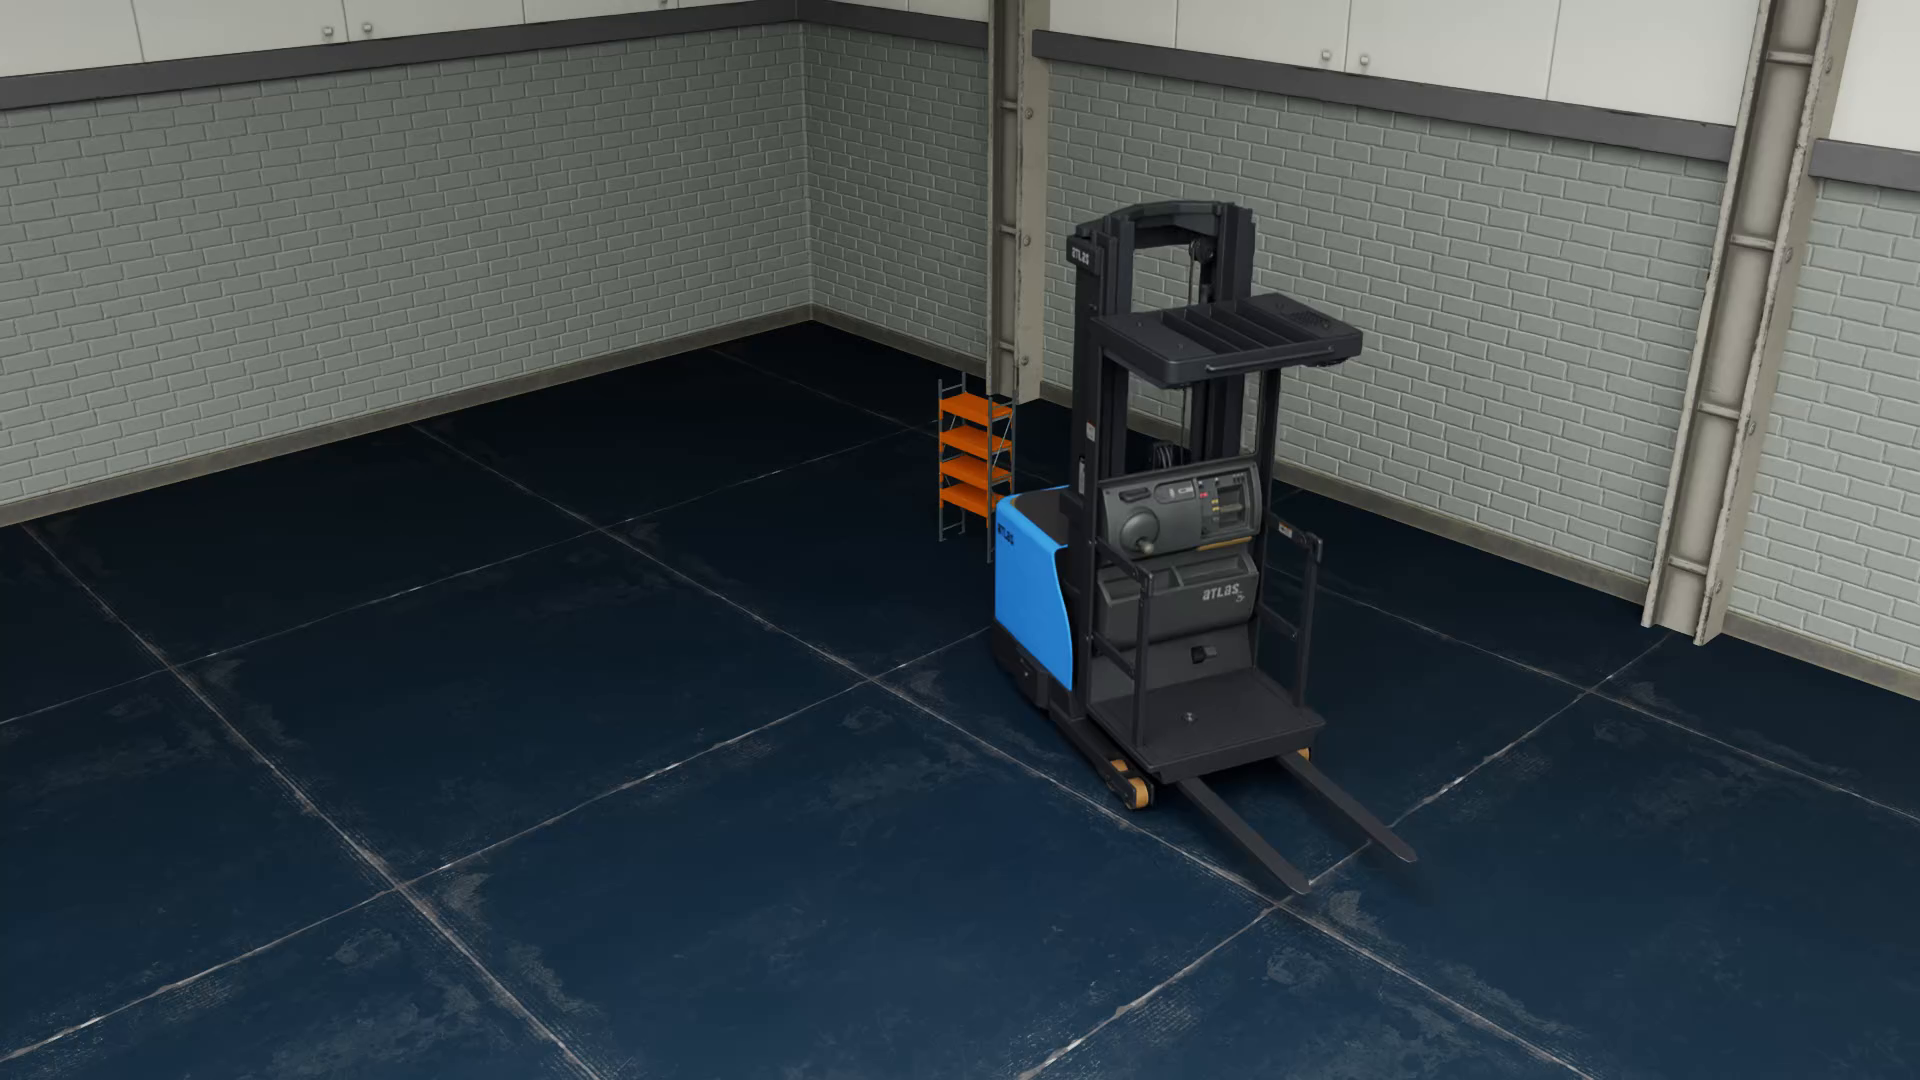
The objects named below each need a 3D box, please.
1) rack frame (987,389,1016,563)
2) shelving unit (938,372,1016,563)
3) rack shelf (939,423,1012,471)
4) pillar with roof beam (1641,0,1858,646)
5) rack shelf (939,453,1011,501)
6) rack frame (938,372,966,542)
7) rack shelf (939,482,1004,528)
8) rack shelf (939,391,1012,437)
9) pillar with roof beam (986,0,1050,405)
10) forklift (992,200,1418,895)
[{"bbox_3d":[0.280,-0.422,11.229,0.240,1.200,0.015,-21,32,-38],"label":"rack frame"},{"bbox_3d":[0.113,-0.496,11.391,0.258,1.200,0.503,-21,32,-38],"label":"shelving unit"},{"bbox_3d":[0.113,-0.638,11.326,0.258,0.148,0.480,-21,32,-38],"label":"rack shelf"},{"bbox_3d":[1.428,-2.318,5.989,9.100,9.000,0.400,-21,32,-38],"label":"pillar with roof beam"},{"bbox_3d":[0.113,-0.435,11.419,0.258,0.148,0.480,-21,32,-38],"label":"rack shelf"},{"bbox_3d":[-0.054,-0.570,11.553,0.240,1.200,0.015,-21,32,-38],"label":"rack frame"},{"bbox_3d":[0.113,-0.254,11.501,0.258,0.148,0.480,-21,32,-38],"label":"rack shelf"},{"bbox_3d":[0.113,-0.853,11.228,0.258,0.148,0.480,-21,32,-38],"label":"rack shelf"},{"bbox_3d":[-2.673,-4.136,9.973,9.100,9.000,0.400,-21,32,-38],"label":"pillar with roof beam"},{"bbox_3d":[1.255,-0.132,8.507,1.130,2.935,3.031,-11,27,-22],"label":"forklift"}]
